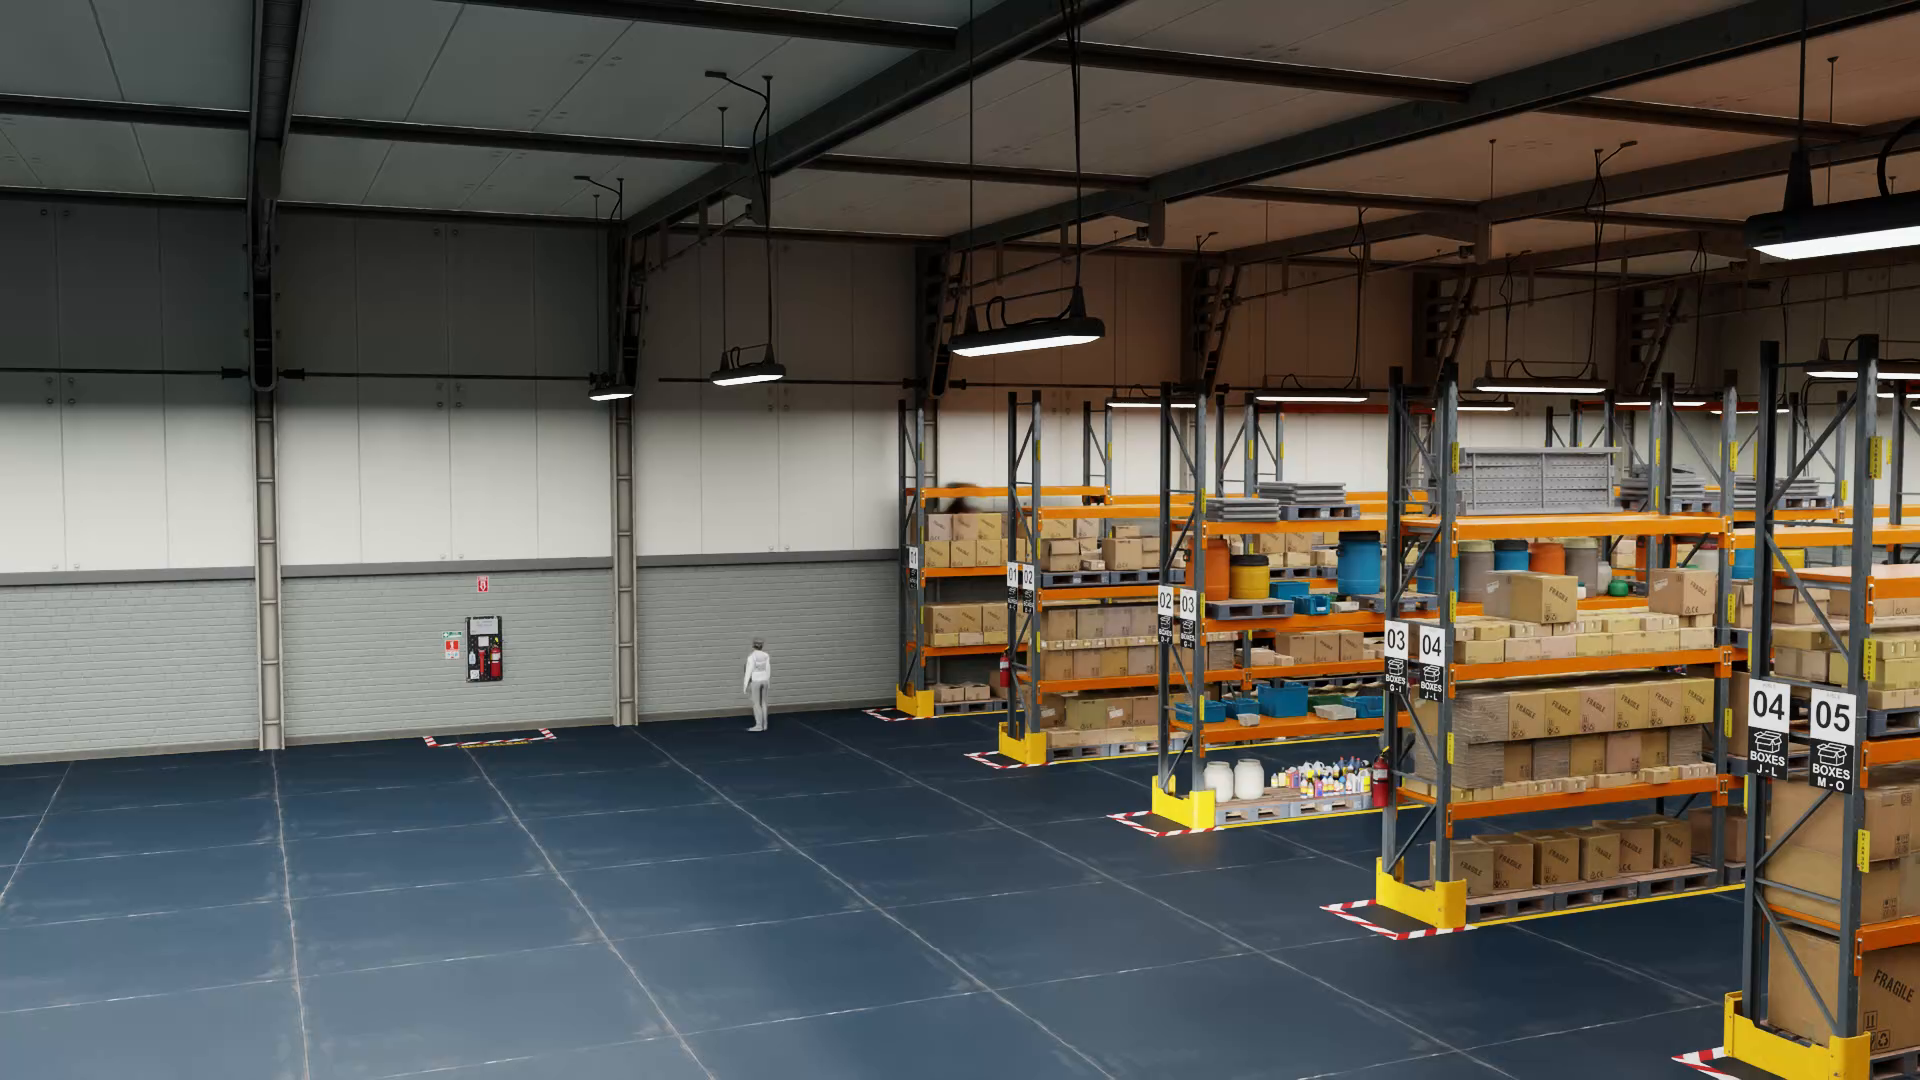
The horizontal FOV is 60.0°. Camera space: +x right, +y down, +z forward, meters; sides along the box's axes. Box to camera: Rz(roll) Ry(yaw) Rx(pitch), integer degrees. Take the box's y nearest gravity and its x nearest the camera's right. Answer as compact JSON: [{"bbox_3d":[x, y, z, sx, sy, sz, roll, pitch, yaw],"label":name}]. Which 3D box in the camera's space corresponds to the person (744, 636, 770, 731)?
[{"bbox_3d":[-3.633,2.598,29.760,0.383,1.708,0.597,3,4,38],"label":"person"}]

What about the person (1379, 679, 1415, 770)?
[{"bbox_3d":[6.886,2.820,25.981,0.820,1.621,0.486,0,3,-4],"label":"person"}]
